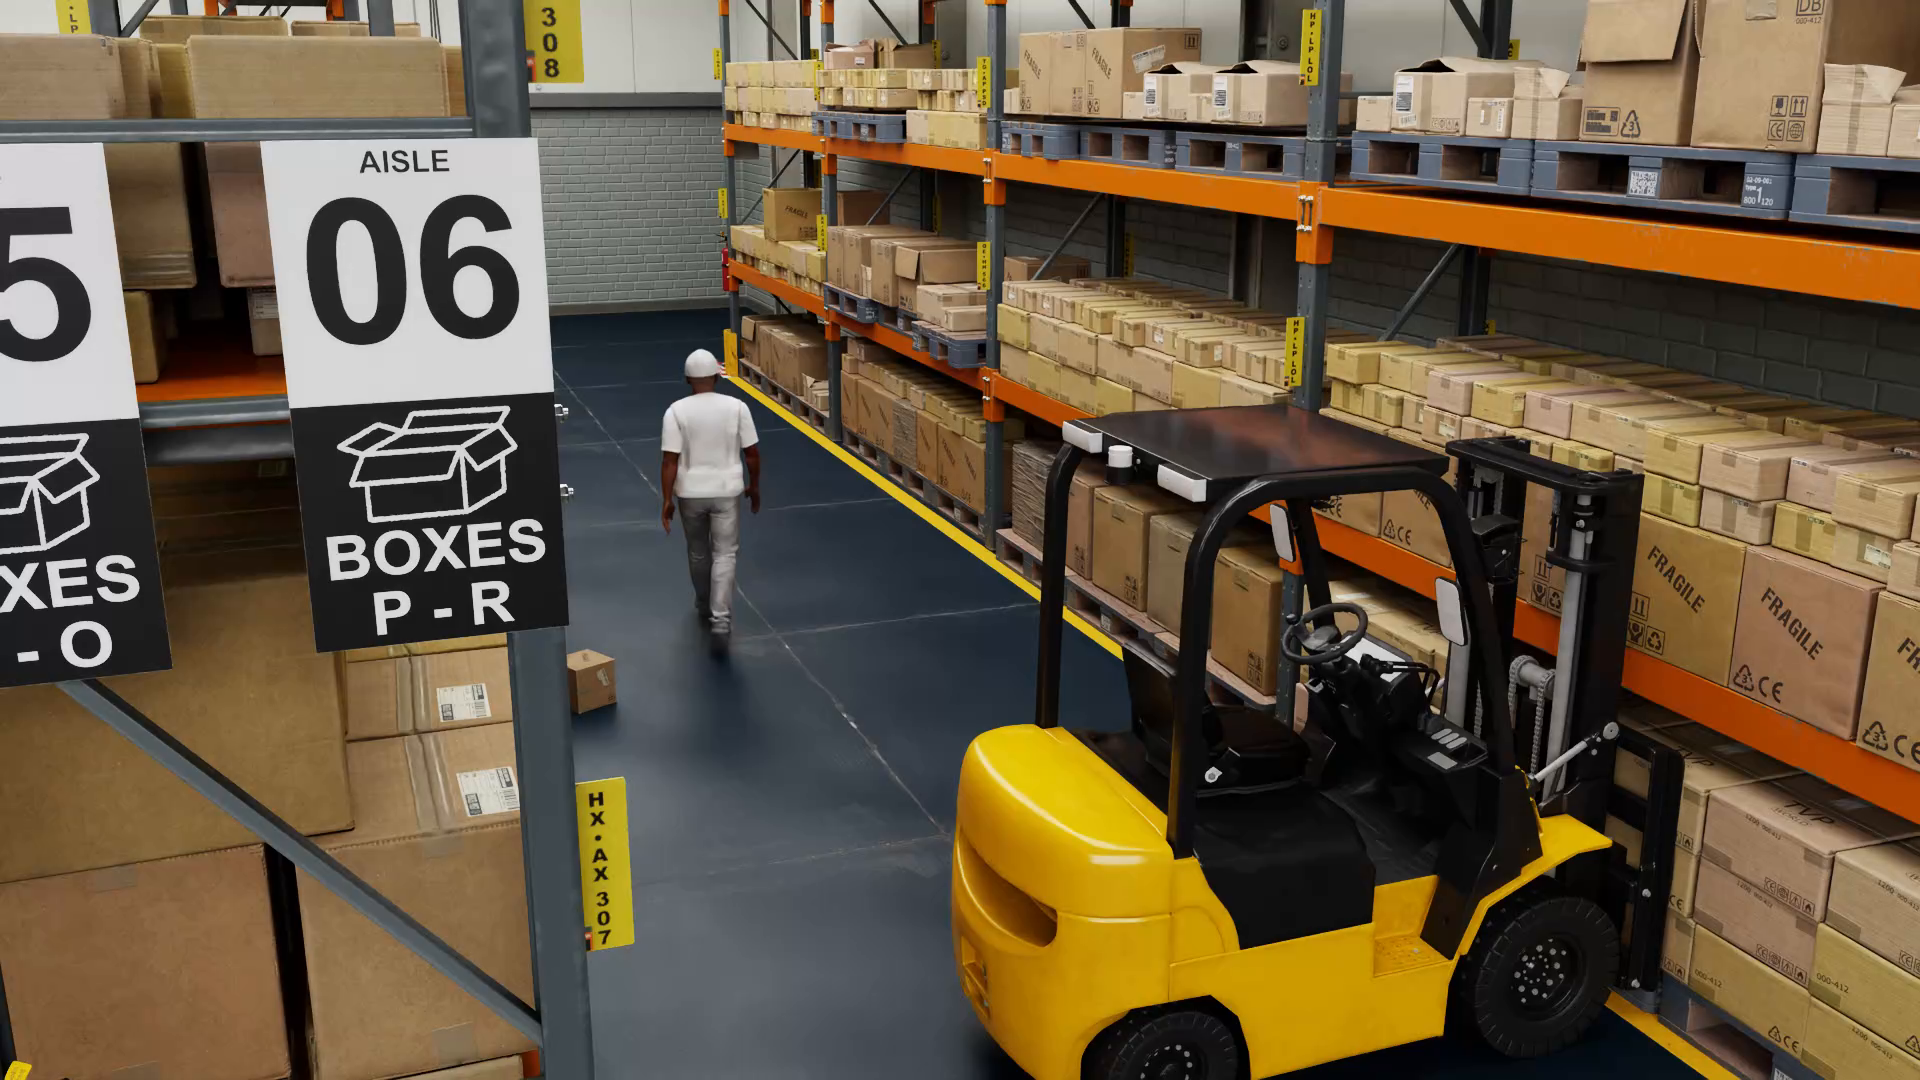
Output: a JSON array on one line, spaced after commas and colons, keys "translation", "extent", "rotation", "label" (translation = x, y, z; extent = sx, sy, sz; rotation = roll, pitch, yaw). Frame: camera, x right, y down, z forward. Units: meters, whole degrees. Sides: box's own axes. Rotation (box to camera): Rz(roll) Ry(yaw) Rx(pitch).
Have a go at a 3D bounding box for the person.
[{"translation": [-1.499, -0.282, 10.035], "extent": [0.596, 1.726, 1.042], "rotation": [-2, 16, -6], "label": "person"}]
